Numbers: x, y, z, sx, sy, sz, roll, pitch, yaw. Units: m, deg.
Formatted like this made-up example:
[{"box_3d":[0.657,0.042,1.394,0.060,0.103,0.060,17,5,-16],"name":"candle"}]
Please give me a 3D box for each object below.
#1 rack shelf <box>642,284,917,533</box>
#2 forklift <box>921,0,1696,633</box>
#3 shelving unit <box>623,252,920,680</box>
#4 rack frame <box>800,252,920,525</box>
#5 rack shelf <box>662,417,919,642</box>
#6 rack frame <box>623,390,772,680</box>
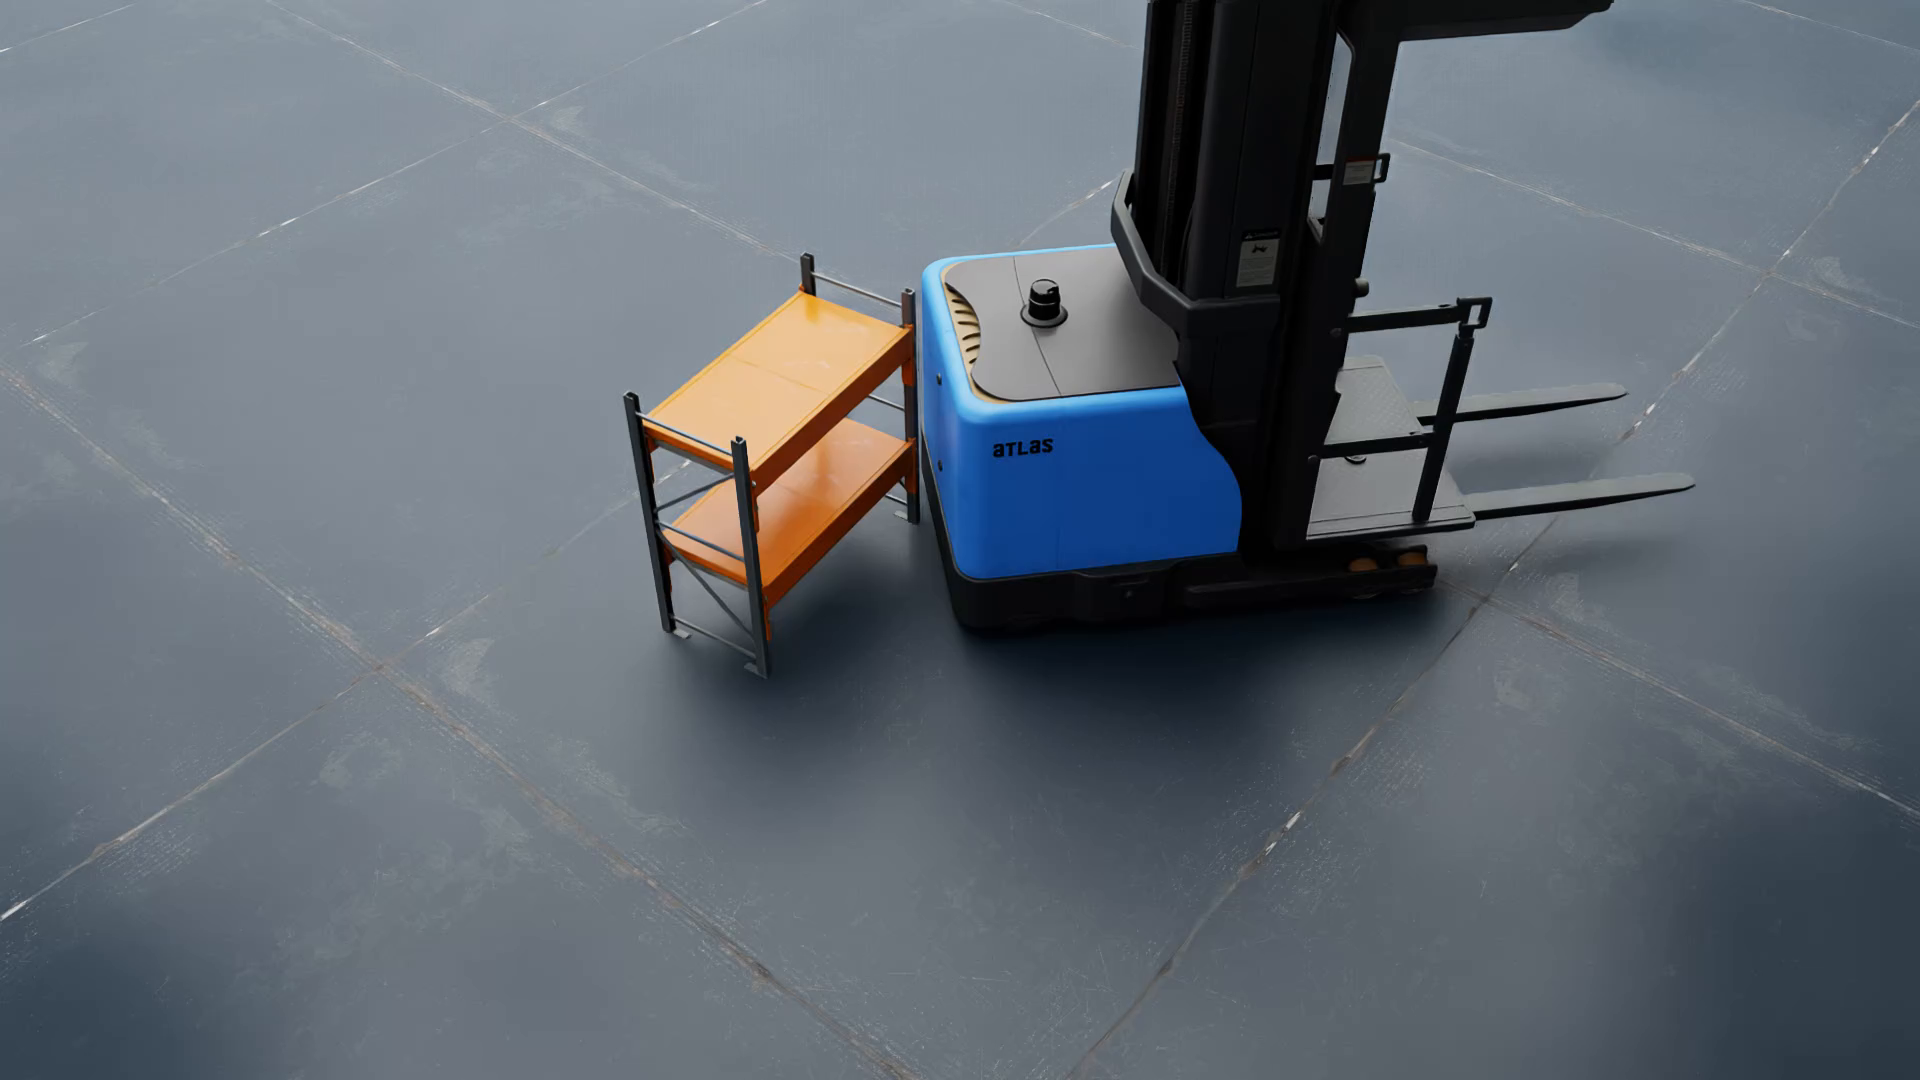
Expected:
[{"box_3d":[-0.652,-0.501,6.030,0.538,0.278,1.000,23,47,23],"name":"rack shelf"},{"box_3d":[1.404,-1.200,5.891,3.031,2.935,1.130,-6,43,-7],"name":"forklift"},{"box_3d":[-0.652,-0.285,6.227,0.538,1.125,1.048,23,47,23],"name":"shelving unit"},{"box_3d":[-0.383,-0.575,6.547,0.500,1.125,0.032,23,47,23],"name":"rack frame"},{"box_3d":[-0.652,-0.104,6.392,0.538,0.278,1.000,23,47,23],"name":"rack shelf"},{"box_3d":[-0.920,0.006,5.908,0.500,1.125,0.032,23,47,23],"name":"rack frame"}]
